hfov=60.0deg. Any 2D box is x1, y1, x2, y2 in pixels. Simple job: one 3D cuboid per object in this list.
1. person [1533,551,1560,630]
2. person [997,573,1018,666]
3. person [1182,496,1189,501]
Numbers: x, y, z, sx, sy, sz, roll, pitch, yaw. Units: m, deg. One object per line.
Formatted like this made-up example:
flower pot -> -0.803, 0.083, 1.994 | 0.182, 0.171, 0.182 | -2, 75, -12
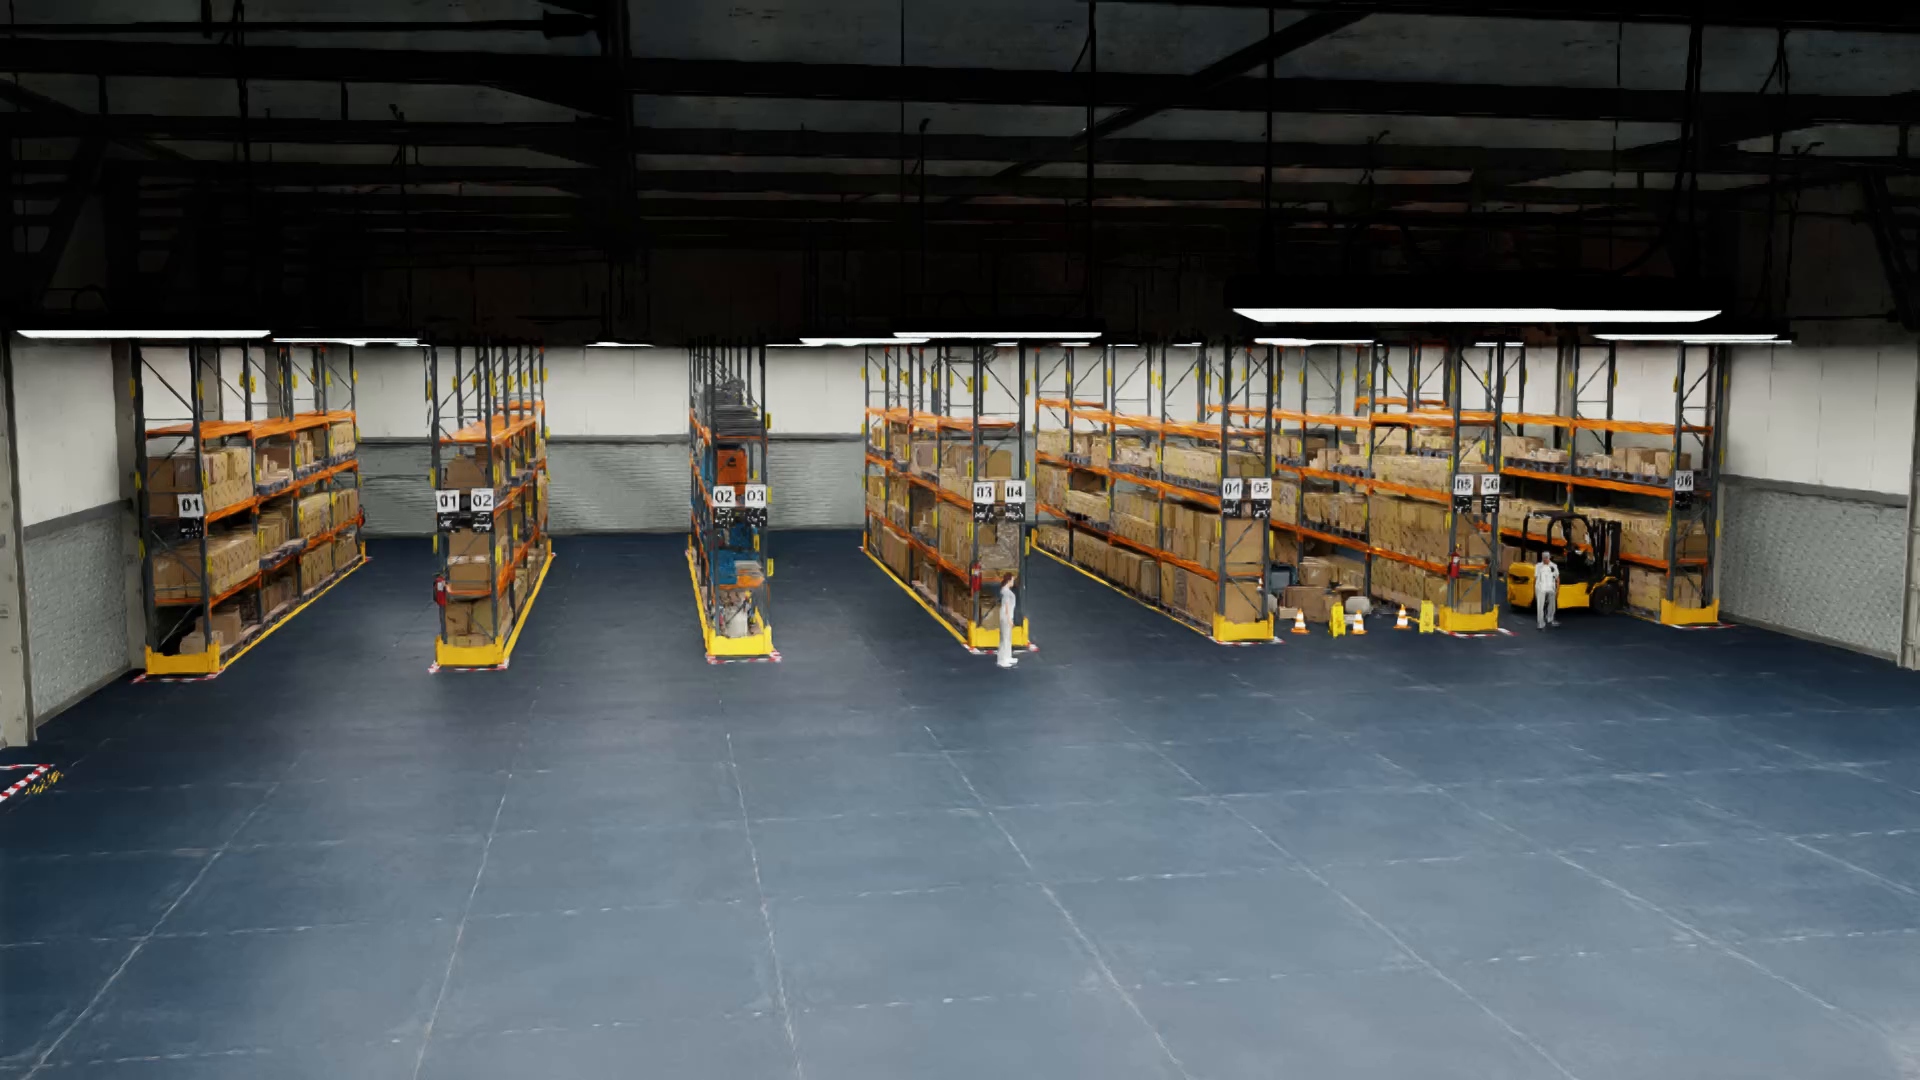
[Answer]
person -> 12.067, 1.010, 34.146 | 0.553, 1.621, 0.896 | 2, 7, 14
person -> 0.864, 1.426, 30.181 | 0.395, 1.671, 0.519 | 0, 7, 1
person -> 6.203, -0.435, 46.092 | 0.428, 1.825, 0.623 | 1, 7, 7
